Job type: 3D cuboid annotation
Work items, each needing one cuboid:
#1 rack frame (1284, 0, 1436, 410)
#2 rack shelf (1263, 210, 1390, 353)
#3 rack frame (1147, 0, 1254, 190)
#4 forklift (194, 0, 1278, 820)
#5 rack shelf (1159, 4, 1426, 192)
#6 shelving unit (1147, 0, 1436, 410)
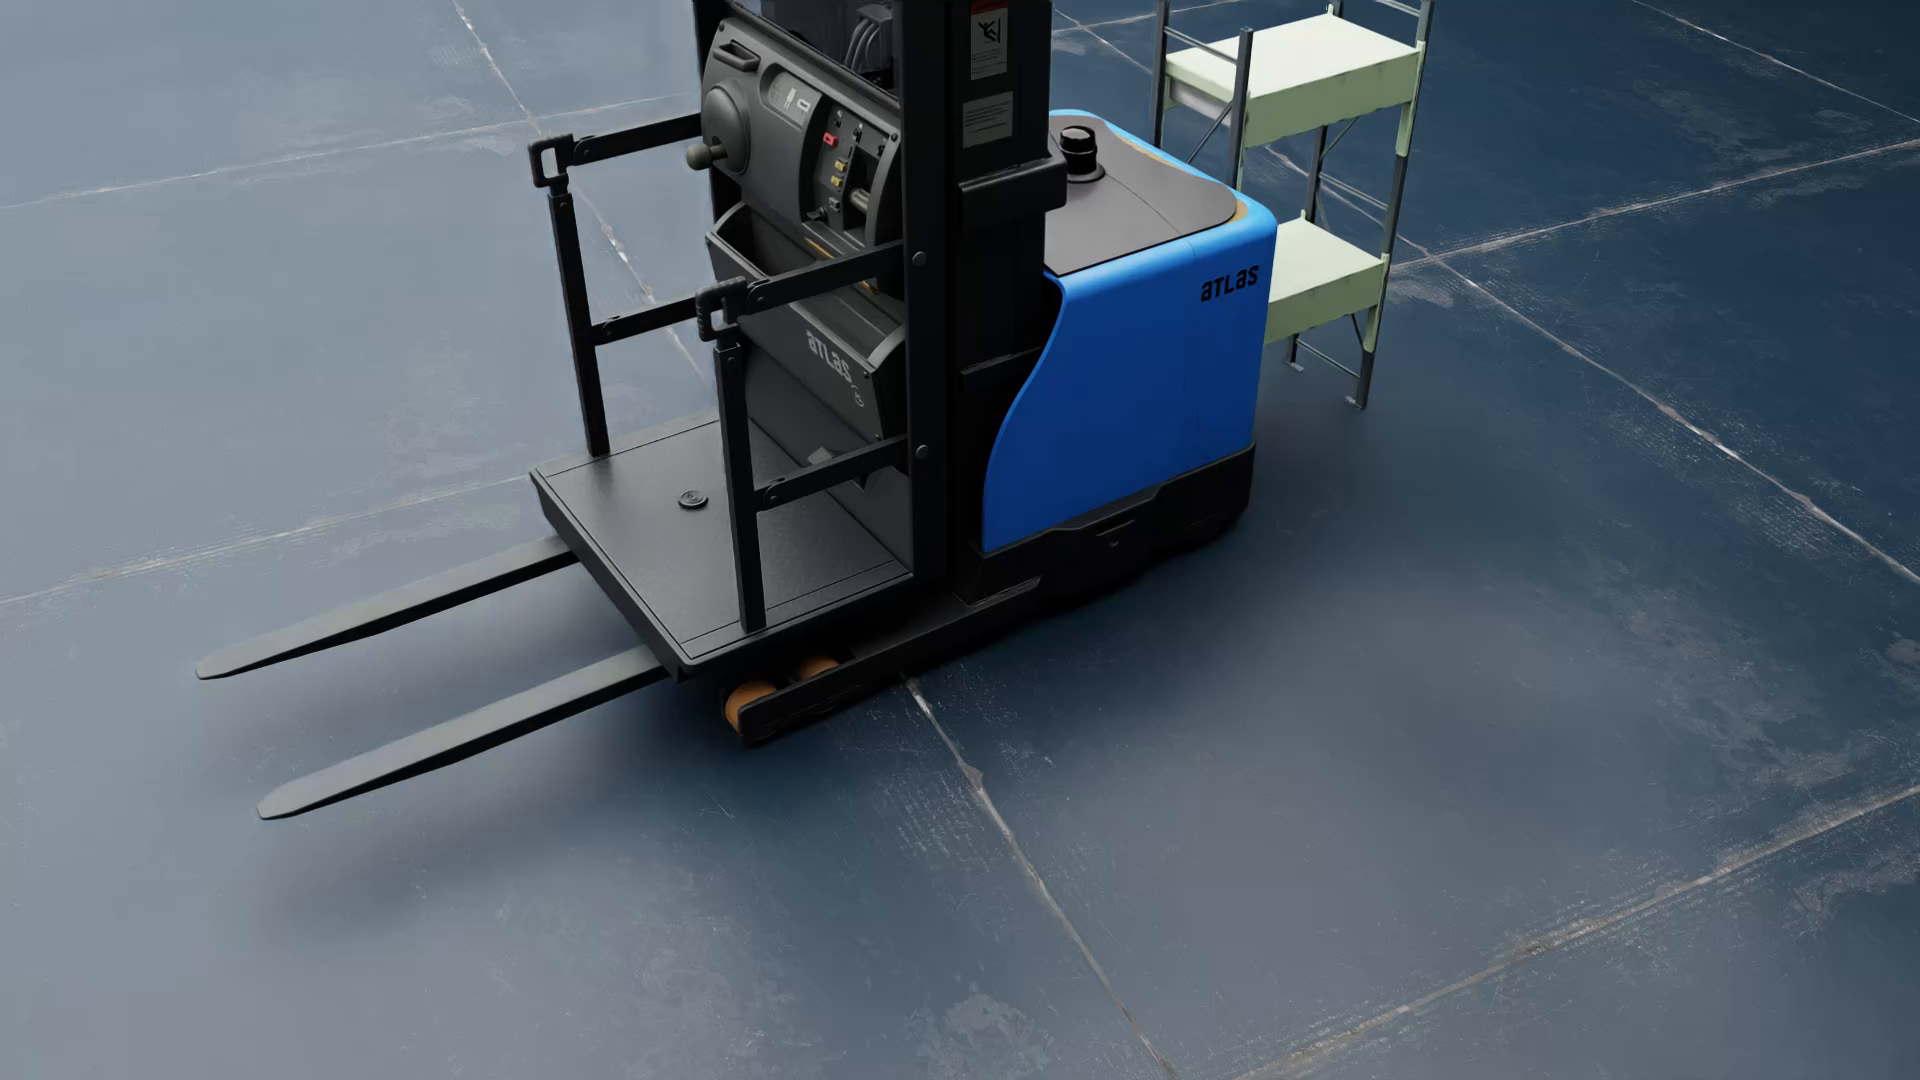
[{"bbox_3d":[1.315,-1.162,5.558,0.023,1.500,0.400,-22,42,-26],"label":"rack frame"},{"bbox_3d":[1.010,-0.780,5.590,0.720,0.370,0.431,-22,42,-26],"label":"rack shelf"},{"bbox_3d":[0.705,-0.921,5.233,0.023,1.500,0.400,-22,42,-26],"label":"rack frame"},{"bbox_3d":[-0.591,-0.994,4.129,3.031,2.935,1.130,-22,42,-26],"label":"forklift"},{"bbox_3d":[1.010,-1.355,5.163,0.720,0.370,0.431,-22,42,-26],"label":"rack shelf"},{"bbox_3d":[1.010,-1.042,5.395,0.755,1.500,0.431,-22,42,-26],"label":"shelving unit"}]
